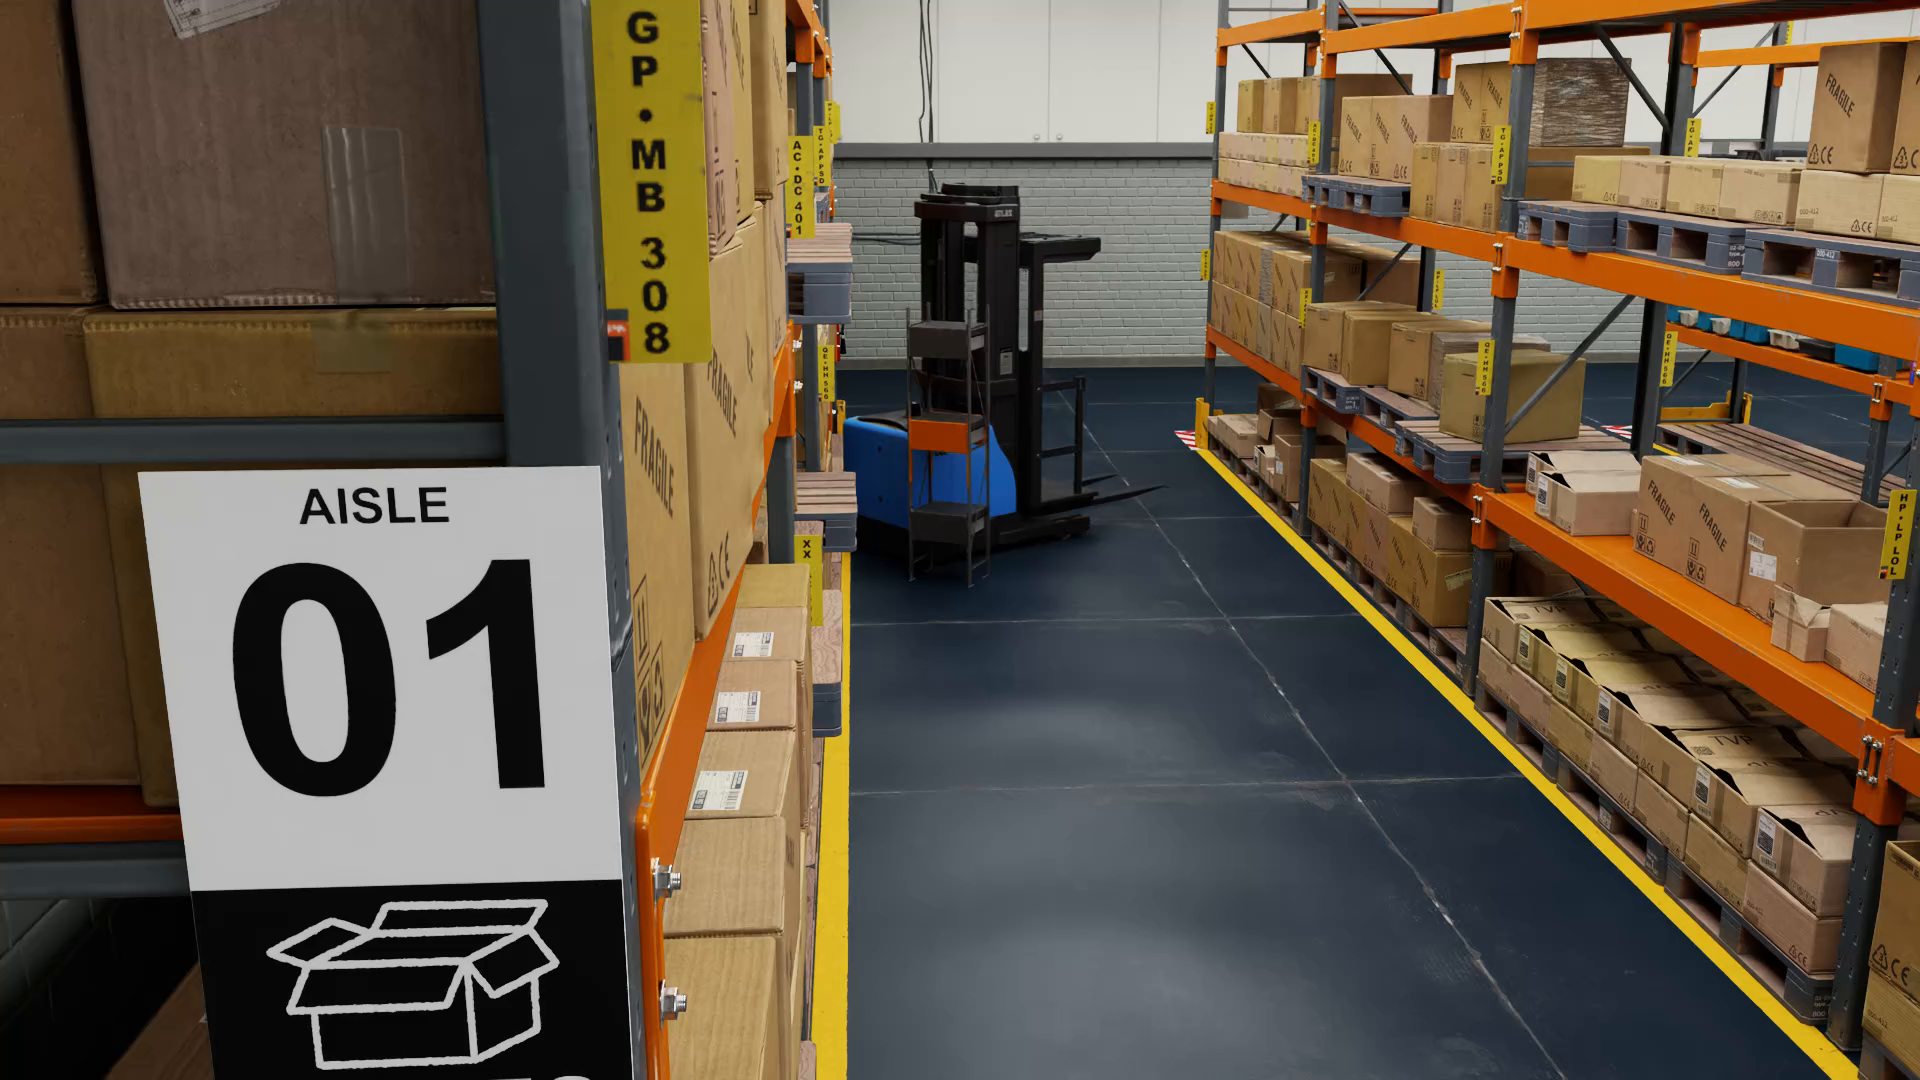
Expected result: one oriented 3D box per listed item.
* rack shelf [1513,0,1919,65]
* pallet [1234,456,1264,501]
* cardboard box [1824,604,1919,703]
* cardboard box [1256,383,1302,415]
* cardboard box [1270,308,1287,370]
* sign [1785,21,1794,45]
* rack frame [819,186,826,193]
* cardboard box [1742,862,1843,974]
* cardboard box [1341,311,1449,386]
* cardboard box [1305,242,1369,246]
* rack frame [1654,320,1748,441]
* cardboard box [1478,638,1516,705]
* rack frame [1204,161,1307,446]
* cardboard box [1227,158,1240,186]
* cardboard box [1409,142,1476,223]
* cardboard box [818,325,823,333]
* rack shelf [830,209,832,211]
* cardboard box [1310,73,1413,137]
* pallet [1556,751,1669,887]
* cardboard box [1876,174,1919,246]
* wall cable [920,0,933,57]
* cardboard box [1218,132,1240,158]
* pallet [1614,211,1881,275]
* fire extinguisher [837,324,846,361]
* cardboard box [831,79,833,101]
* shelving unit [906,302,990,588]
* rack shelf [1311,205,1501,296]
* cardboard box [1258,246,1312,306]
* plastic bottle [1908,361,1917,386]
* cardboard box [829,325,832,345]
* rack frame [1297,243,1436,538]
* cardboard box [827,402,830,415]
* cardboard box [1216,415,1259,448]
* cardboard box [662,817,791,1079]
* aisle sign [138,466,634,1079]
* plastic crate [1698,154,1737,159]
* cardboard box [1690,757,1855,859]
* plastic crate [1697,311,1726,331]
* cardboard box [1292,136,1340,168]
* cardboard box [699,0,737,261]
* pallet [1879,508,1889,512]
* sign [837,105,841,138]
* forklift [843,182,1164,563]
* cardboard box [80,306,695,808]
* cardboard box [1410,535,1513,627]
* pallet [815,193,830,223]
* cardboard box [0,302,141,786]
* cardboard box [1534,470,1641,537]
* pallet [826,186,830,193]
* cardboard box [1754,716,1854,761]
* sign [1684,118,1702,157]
[{"bbox_3d":[3.755,-2.367,7.414,1.077,0.370,4.000,-1,14,-3],"label":"rack shelf"},{"bbox_3d":[3.263,-0.621,16.015,1.003,0.211,1.213,-1,14,-3],"label":"pallet"},{"bbox_3d":[3.805,0.444,6.581,0.500,0.250,0.500,0,14,0],"label":"cardboard box"},{"bbox_3d":[3.415,-1.362,17.434,0.500,0.500,0.500,-1,14,-3],"label":"cardboard box"},{"bbox_3d":[3.063,-1.793,14.776,0.500,0.500,0.500,0,14,-2],"label":"cardboard box"},{"bbox_3d":[8.628,-5.328,17.323,0.100,0.325,0.005,-1,14,-3],"label":"sign"},{"bbox_3d":[-1.560,-1.419,13.521,1.000,3.000,0.127,-1,14,-3],"label":"rack frame"},{"bbox_3d":[3.564,1.523,6.763,0.500,0.250,0.500,-1,14,-4],"label":"cardboard box"},{"bbox_3d":[3.295,-1.457,12.625,0.700,0.500,0.500,1,14,5],"label":"cardboard box"},{"bbox_3d":[3.538,-2.535,15.652,0.500,0.500,0.500,0,14,-2],"label":"cardboard box"},{"bbox_3d":[8.080,-2.567,17.982,1.000,3.000,0.127,-1,14,-3],"label":"rack frame"},{"bbox_3d":[3.371,0.762,9.722,0.500,0.250,0.500,-1,14,-4],"label":"cardboard box"},{"bbox_3d":[3.136,-2.491,17.688,1.000,3.000,0.127,-1,14,-3],"label":"rack frame"},{"bbox_3d":[2.932,-3.615,16.337,0.500,0.250,0.500,-1,14,-3],"label":"cardboard box"},{"bbox_3d":[3.507,-2.367,10.985,0.910,0.500,0.500,-1,14,-3],"label":"cardboard box"},{"bbox_3d":[-1.118,-1.240,10.483,0.500,0.250,0.500,-1,14,-4],"label":"cardboard box"},{"bbox_3d":[-1.437,-2.026,11.304,1.077,0.370,4.000,-1,14,-3],"label":"rack shelf"},{"bbox_3d":[3.315,-3.602,13.779,0.700,0.500,0.500,-1,14,-3],"label":"cardboard box"},{"bbox_3d":[3.716,1.357,8.329,1.003,0.211,1.213,-1,14,-3],"label":"pallet"},{"bbox_3d":[3.850,-1.243,6.278,0.500,0.250,0.500,1,14,2],"label":"cardboard box"},{"bbox_3d":[0.898,-7.715,22.048,3.097,2.526,0.112,-1,14,-3],"label":"wall cable"},{"bbox_3d":[2.908,-3.981,16.759,0.500,0.250,0.500,-1,14,-3],"label":"cardboard box"},{"bbox_3d":[3.835,-1.417,7.874,1.003,0.211,1.213,0,14,-1],"label":"pallet"},{"bbox_3d":[-1.357,-2.240,17.617,0.296,0.674,0.183,-1,14,-3],"label":"fire extinguisher"},{"bbox_3d":[-1.491,-4.231,16.183,0.500,0.500,0.500,-1,14,-4],"label":"cardboard box"},{"bbox_3d":[-0.082,-0.720,12.602,0.503,2.100,0.431,6,15,23],"label":"shelving unit"},{"bbox_3d":[3.507,-2.103,11.605,1.077,0.370,4.000,-1,14,-3],"label":"rack shelf"},{"bbox_3d":[3.028,-2.403,15.140,0.500,0.500,0.500,-1,14,-3],"label":"cardboard box"},{"bbox_3d":[7.924,-1.418,13.750,0.061,0.283,0.133,-1,14,-3],"label":"plastic bottle"},{"bbox_3d":[-1.578,-1.699,14.009,0.980,0.700,0.700,-1,14,-3],"label":"cardboard box"},{"bbox_3d":[3.383,-1.496,13.822,1.000,3.000,0.127,-1,14,-3],"label":"rack frame"},{"bbox_3d":[-1.172,-1.035,12.493,0.380,0.149,0.250,-1,14,-3],"label":"cardboard box"},{"bbox_3d":[2.917,-1.109,16.950,0.500,0.250,0.500,-1,14,-3],"label":"cardboard box"},{"bbox_3d":[-0.593,0.890,3.302,0.500,0.500,0.500,-1,14,-5],"label":"cardboard box"},{"bbox_3d":[-0.513,0.320,1.547,0.394,0.787,0.004,-1,14,-3],"label":"aisle sign"},{"bbox_3d":[7.825,-3.856,17.236,0.497,0.269,0.590,-1,14,-3],"label":"plastic crate"},{"bbox_3d":[3.529,1.124,7.186,0.500,0.311,0.500,0,14,-2],"label":"cardboard box"},{"bbox_3d":[7.807,-2.284,17.101,0.416,0.233,0.300,-1,14,-3],"label":"plastic crate"},{"bbox_3d":[3.082,-3.235,13.858,0.500,0.250,0.500,-1,14,-3],"label":"cardboard box"},{"bbox_3d":[-0.579,-0.655,2.284,0.500,0.500,0.500,-1,14,-4],"label":"cardboard box"},{"bbox_3d":[8.334,-0.029,13.715,1.003,0.211,1.213,-1,14,-3],"label":"pallet"},{"bbox_3d":[-1.266,-4.262,16.932,0.100,0.325,0.005,-1,14,-3],"label":"sign"},{"bbox_3d":[0.479,-1.520,14.051,3.031,2.935,1.130,-12,19,-39],"label":"forklift"},{"bbox_3d":[-0.588,-0.032,1.872,0.500,0.500,0.500,-1,14,-2],"label":"cardboard box"},{"bbox_3d":[3.339,0.267,11.102,0.500,0.500,0.500,0,14,-1],"label":"cardboard box"},{"bbox_3d":[-1.405,-1.945,9.924,1.213,0.211,1.003,0,14,-1],"label":"pallet"},{"bbox_3d":[-1.096,-0.045,1.921,0.500,0.500,0.500,0,14,1],"label":"cardboard box"},{"bbox_3d":[3.493,-0.233,9.091,0.500,0.311,0.500,-1,14,-4],"label":"cardboard box"},{"bbox_3d":[-1.601,-3.032,13.950,1.003,0.211,1.213,-1,14,-3],"label":"pallet"},{"bbox_3d":[4.043,0.990,7.708,0.500,0.311,0.500,-1,14,-5],"label":"cardboard box"},{"bbox_3d":[4.186,-2.249,9.533,0.100,0.325,0.005,-1,14,-3],"label":"sign"}]
